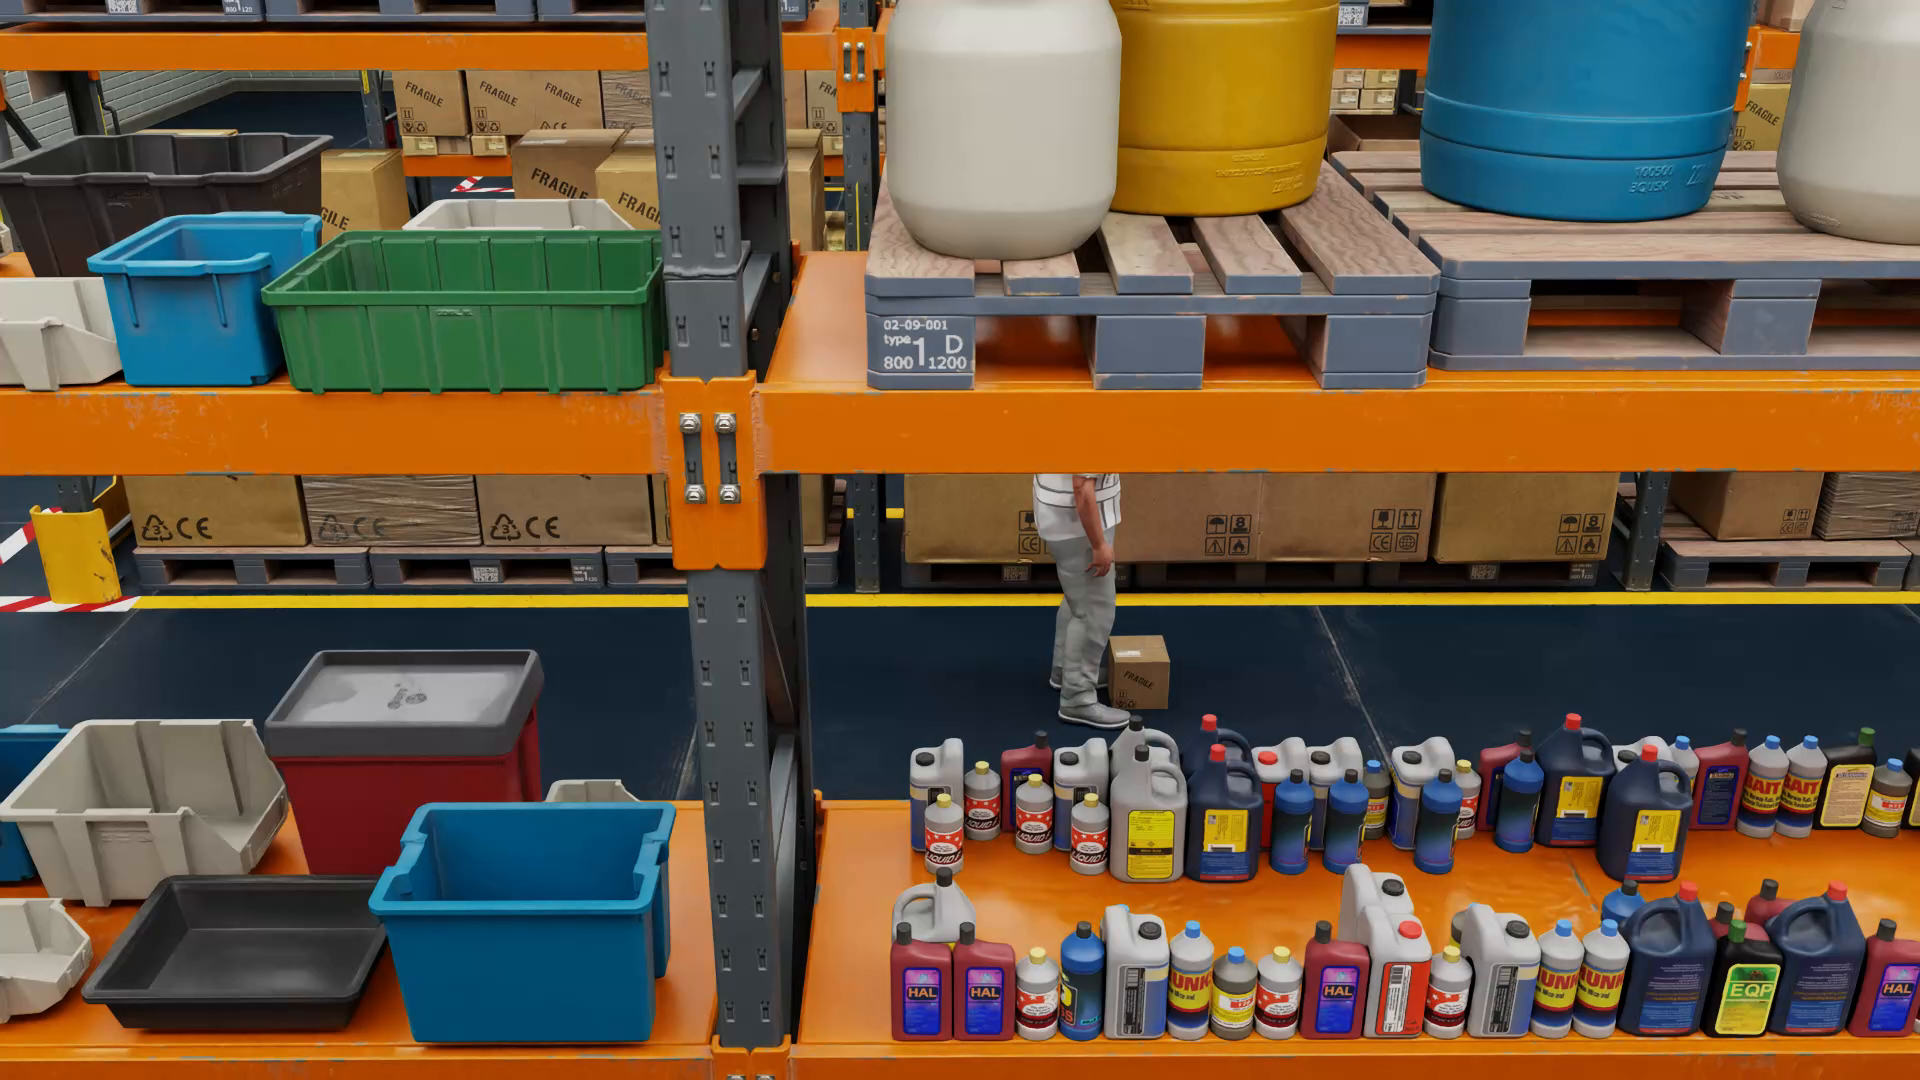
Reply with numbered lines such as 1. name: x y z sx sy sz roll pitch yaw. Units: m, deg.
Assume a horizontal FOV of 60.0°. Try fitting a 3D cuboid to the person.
1. person: 0.539 -0.072 7.255 0.435 1.748 0.588 -1 24 -2
